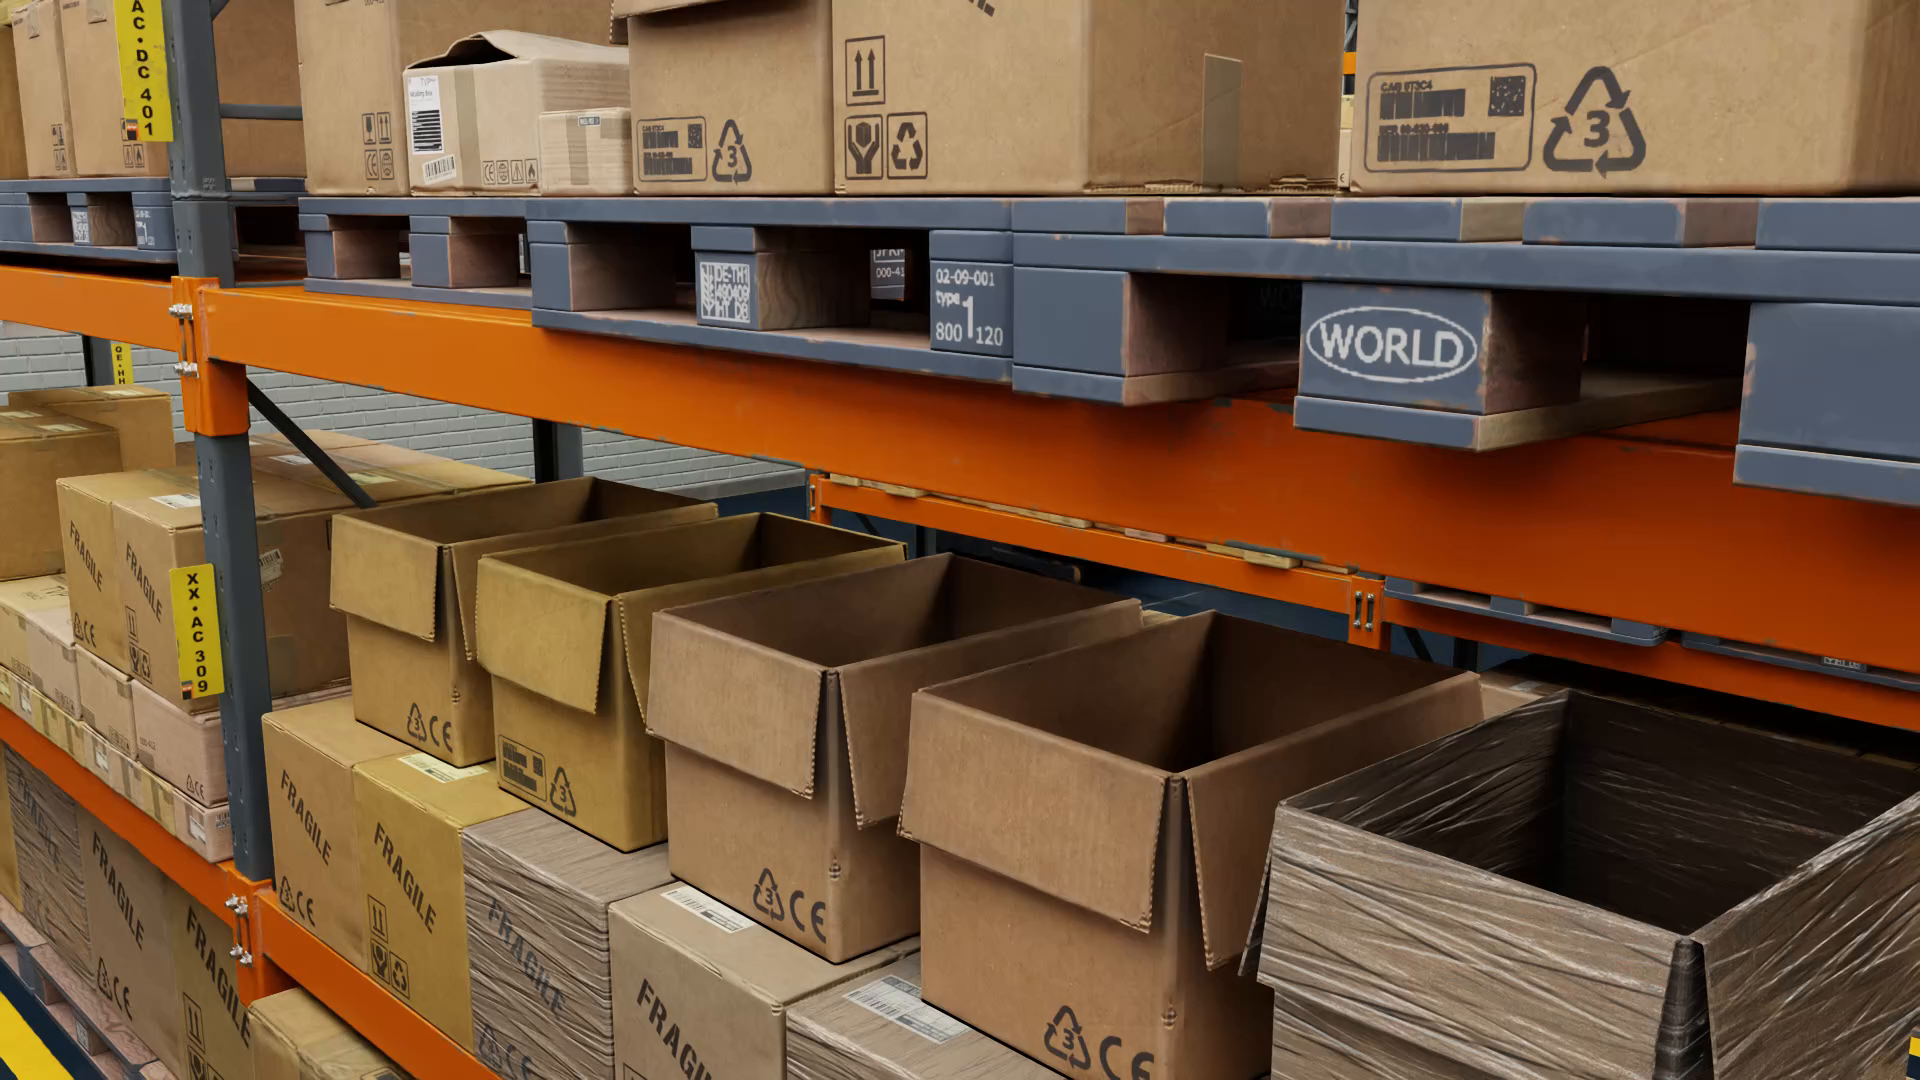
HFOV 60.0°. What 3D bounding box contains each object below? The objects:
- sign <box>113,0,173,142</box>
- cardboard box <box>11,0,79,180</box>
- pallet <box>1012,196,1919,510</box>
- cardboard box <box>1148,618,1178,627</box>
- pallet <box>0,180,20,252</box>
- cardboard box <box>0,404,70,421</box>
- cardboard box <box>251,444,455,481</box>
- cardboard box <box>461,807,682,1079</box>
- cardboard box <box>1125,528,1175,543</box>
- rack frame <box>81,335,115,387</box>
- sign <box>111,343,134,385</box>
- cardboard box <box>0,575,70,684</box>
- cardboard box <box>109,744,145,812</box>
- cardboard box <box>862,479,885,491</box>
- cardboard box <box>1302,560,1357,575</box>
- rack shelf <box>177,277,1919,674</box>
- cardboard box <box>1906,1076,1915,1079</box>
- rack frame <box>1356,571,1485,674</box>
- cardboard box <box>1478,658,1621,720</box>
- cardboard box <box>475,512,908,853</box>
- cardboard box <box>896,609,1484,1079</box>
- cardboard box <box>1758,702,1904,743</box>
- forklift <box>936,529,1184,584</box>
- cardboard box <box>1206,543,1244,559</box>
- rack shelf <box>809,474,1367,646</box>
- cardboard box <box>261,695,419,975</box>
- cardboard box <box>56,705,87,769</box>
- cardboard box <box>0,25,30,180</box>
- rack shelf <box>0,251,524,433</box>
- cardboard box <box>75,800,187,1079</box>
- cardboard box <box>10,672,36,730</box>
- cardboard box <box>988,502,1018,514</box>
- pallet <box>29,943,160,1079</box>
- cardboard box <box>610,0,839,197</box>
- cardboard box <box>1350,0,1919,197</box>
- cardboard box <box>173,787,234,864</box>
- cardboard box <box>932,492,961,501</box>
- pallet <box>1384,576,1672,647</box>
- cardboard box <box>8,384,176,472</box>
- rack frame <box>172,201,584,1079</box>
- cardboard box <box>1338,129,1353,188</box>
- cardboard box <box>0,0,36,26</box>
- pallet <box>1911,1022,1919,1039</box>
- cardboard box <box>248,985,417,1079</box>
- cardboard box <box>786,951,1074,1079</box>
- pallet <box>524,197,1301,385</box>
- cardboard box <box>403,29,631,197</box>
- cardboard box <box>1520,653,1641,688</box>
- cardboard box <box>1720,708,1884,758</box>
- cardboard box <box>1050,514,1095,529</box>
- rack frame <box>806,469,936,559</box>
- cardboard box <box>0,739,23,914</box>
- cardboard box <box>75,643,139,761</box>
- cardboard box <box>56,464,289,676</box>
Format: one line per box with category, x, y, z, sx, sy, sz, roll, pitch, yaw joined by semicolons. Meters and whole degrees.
sign;-1.858;-1.075;3.783;0.100;0.325;0.005;-11;16;-43
cardboard box;-2.409;-1.349;5.055;0.700;0.500;0.500;-10;15;-40
pallet;0.822;-0.270;1.825;1.213;0.211;1.003;-10;15;-40
cardboard box;1.193;0.562;9.298;0.250;0.149;0.380;11;16;43
pallet;-2.853;-1.116;5.679;1.003;0.211;1.213;-11;16;-43
cardboard box;-3.738;-0.234;6.388;0.500;0.500;0.500;11;16;44
cardboard box;-1.938;-0.009;5.298;0.500;0.500;0.500;-11;16;-43
cardboard box;-0.627;0.808;3.307;0.500;0.500;0.500;11;16;44
cardboard box;1.066;-0.100;8.585;0.250;0.149;0.380;11;16;43
rack frame;-4.220;0.025;7.356;1.000;3.000;0.127;-11;16;-43
sign;-3.817;-0.731;7.572;0.100;0.325;0.005;-11;16;-43
cardboard box;-3.011;0.285;5.730;0.500;0.250;0.500;-11;16;-44
cardboard box;-2.260;0.658;4.906;0.380;0.149;0.250;-11;16;-44
cardboard box;-0.370;-0.404;10.061;0.380;0.149;0.250;-10;15;-41
cardboard box;1.833;0.047;7.875;0.380;0.149;0.250;-11;16;-43
rack shelf;-0.076;-0.216;2.875;1.077;0.370;4.000;-11;16;-43
cardboard box;1.166;1.035;2.207;0.500;0.500;0.500;-10;15;-41
rack frame;2.200;-0.067;7.805;1.000;3.000;0.127;-11;16;-43
cardboard box;2.519;0.729;7.237;0.500;0.250;0.500;11;16;43
cardboard box;-0.545;0.263;3.470;0.797;0.503;0.637;-11;16;-42
cardboard box;0.364;0.448;2.570;0.797;0.503;0.637;-10;16;-41
cardboard box;3.618;0.809;6.845;0.500;0.250;0.500;11;16;43
forklift;1.080;-1.185;13.397;1.130;2.935;3.031;-10;15;-39
cardboard box;1.435;-0.023;8.213;0.380;0.149;0.250;-10;15;-40
rack shelf;0.819;-0.007;9.295;1.077;0.370;4.000;-11;16;-43
cardboard box;-1.320;0.662;4.017;0.500;0.500;0.500;-11;16;-42
cardboard box;-2.616;0.583;5.271;0.380;0.149;0.250;-11;16;-42
cardboard box;-3.128;-1.512;5.845;0.500;0.500;0.700;10;16;41
rack shelf;-2.838;-0.800;5.709;1.077;0.370;4.000;-11;16;-43
cardboard box;-2.477;1.205;5.853;0.875;0.875;0.875;-11;16;-43
cardboard box;-2.967;0.508;5.633;0.380;0.149;0.250;-11;16;-42
cardboard box;0.375;-0.255;9.340;0.380;0.149;0.250;-11;16;-44
pallet;-2.772;1.675;6.259;1.003;0.211;1.213;-11;16;-43
cardboard box;-0.121;-0.828;2.766;0.797;0.503;0.637;-11;16;-43
cardboard box;0.832;-0.612;1.716;0.797;0.503;0.637;-10;15;-39
cardboard box;-1.905;0.733;4.542;0.380;0.149;0.250;-11;16;-42
cardboard box;0.055;-0.338;9.743;0.380;0.149;0.250;-10;15;-40
pallet;2.622;0.158;7.185;1.003;0.211;1.213;-11;16;-43
cardboard box;-3.693;-0.380;7.098;0.500;0.500;0.500;-11;16;-42
rack frame;-1.457;0.609;4.522;1.000;3.000;0.127;-11;16;-43
cardboard box;1.697;-1.740;7.622;0.500;0.250;0.500;11;16;42
cardboard box;-2.832;-1.819;5.477;0.500;0.250;0.500;11;16;43
pallet;3.585;1.590;6.672;1.003;0.211;1.213;-11;16;-43
cardboard box;-1.001;1.535;4.254;1.225;0.875;0.875;-11;16;-42
cardboard box;0.084;0.957;2.583;0.500;0.500;0.500;11;16;43
pallet;0.048;-0.433;2.615;1.003;0.211;1.213;-10;15;-40
cardboard box;-0.765;-0.850;3.348;0.500;0.311;0.500;11;16;43
cardboard box;2.897;0.657;7.583;0.500;0.250;0.500;11;16;44
cardboard box;3.238;0.881;6.497;0.500;0.250;0.500;-10;15;-40
cardboard box;0.702;-0.172;8.933;0.380;0.149;0.250;-10;16;-41
rack frame;-0.562;-0.651;10.639;1.000;3.000;0.127;-11;16;-43
cardboard box;-3.720;0.942;7.128;0.875;0.875;0.875;-11;16;-43
cardboard box;-2.311;0.434;5.007;0.500;0.250;0.500;-10;15;-41
cardboard box;-2.311;0.066;4.934;0.500;0.500;0.500;-11;16;-42
